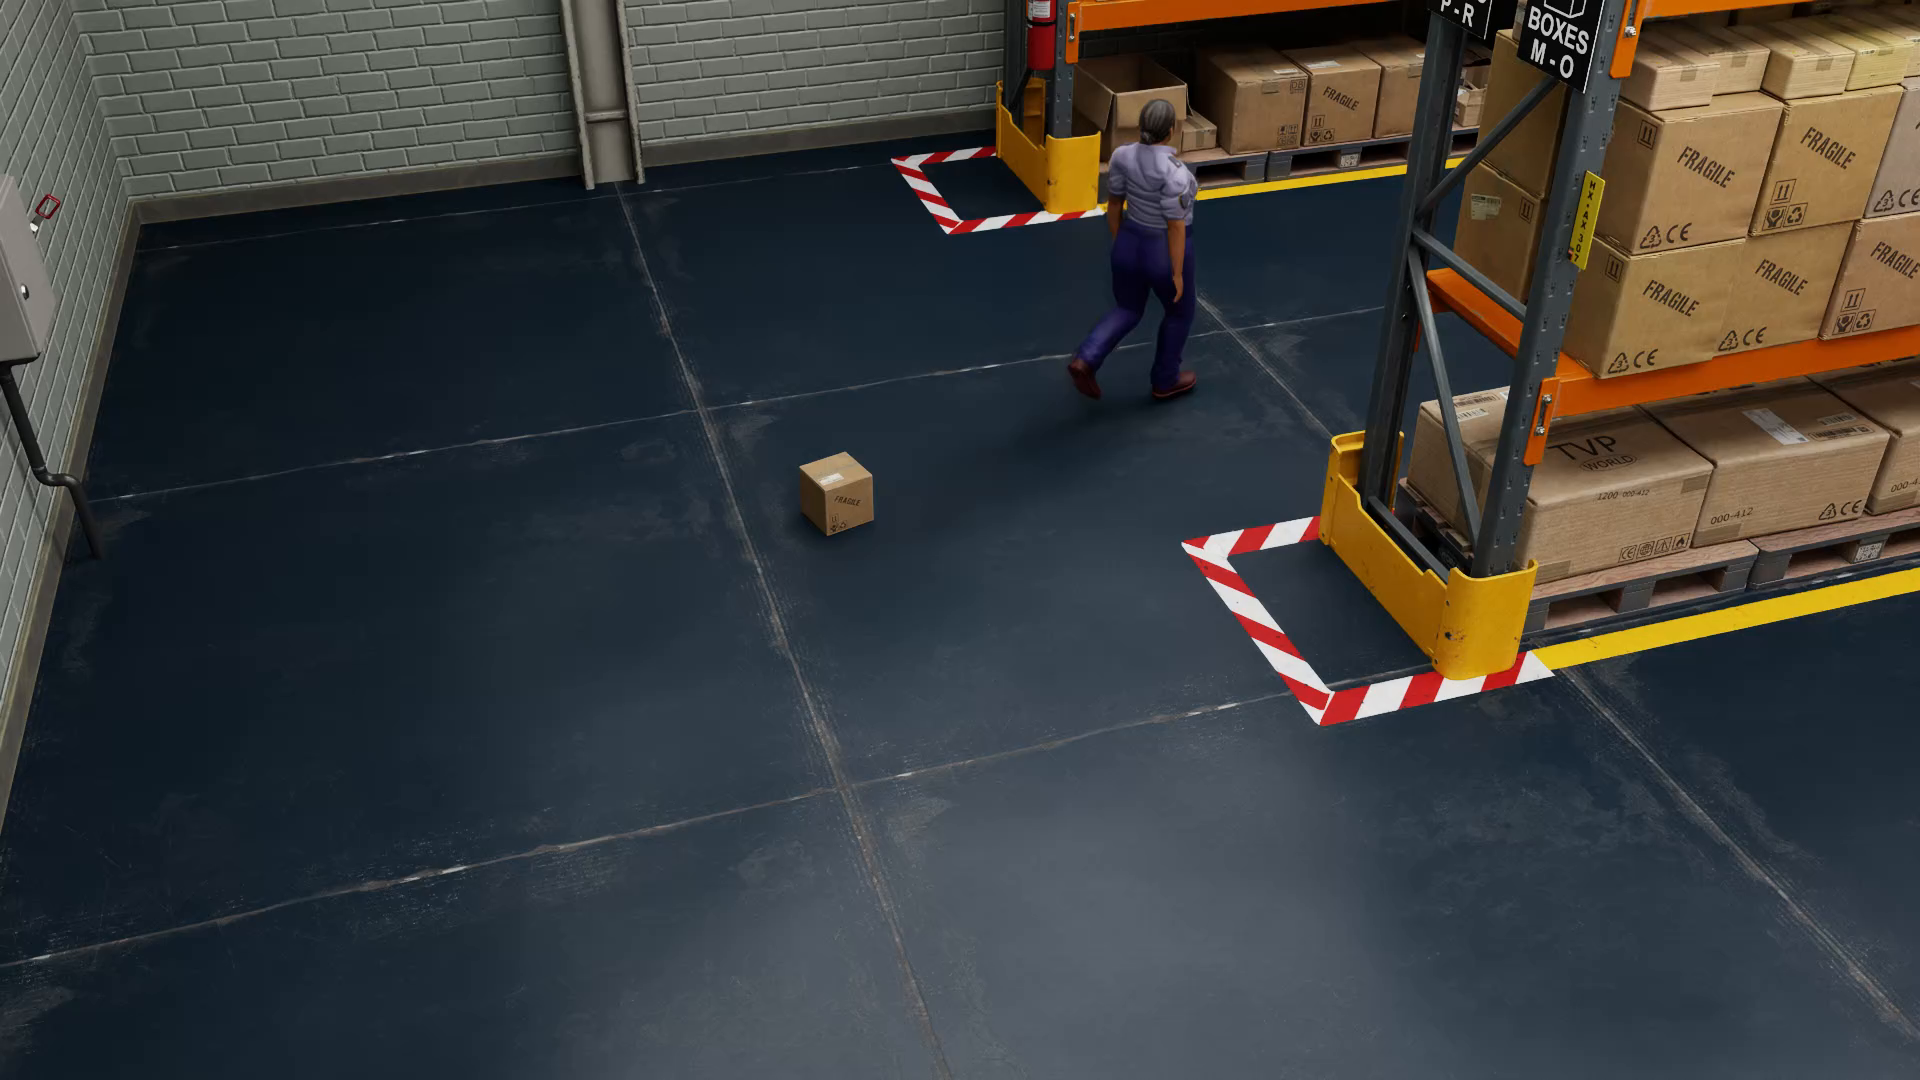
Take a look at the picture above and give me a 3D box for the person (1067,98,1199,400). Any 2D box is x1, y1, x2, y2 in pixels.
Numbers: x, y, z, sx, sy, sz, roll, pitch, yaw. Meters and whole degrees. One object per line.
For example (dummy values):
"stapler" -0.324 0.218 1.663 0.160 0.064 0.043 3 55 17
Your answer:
"person" 0.913 -1.403 8.207 0.488 1.608 0.741 27 43 34
